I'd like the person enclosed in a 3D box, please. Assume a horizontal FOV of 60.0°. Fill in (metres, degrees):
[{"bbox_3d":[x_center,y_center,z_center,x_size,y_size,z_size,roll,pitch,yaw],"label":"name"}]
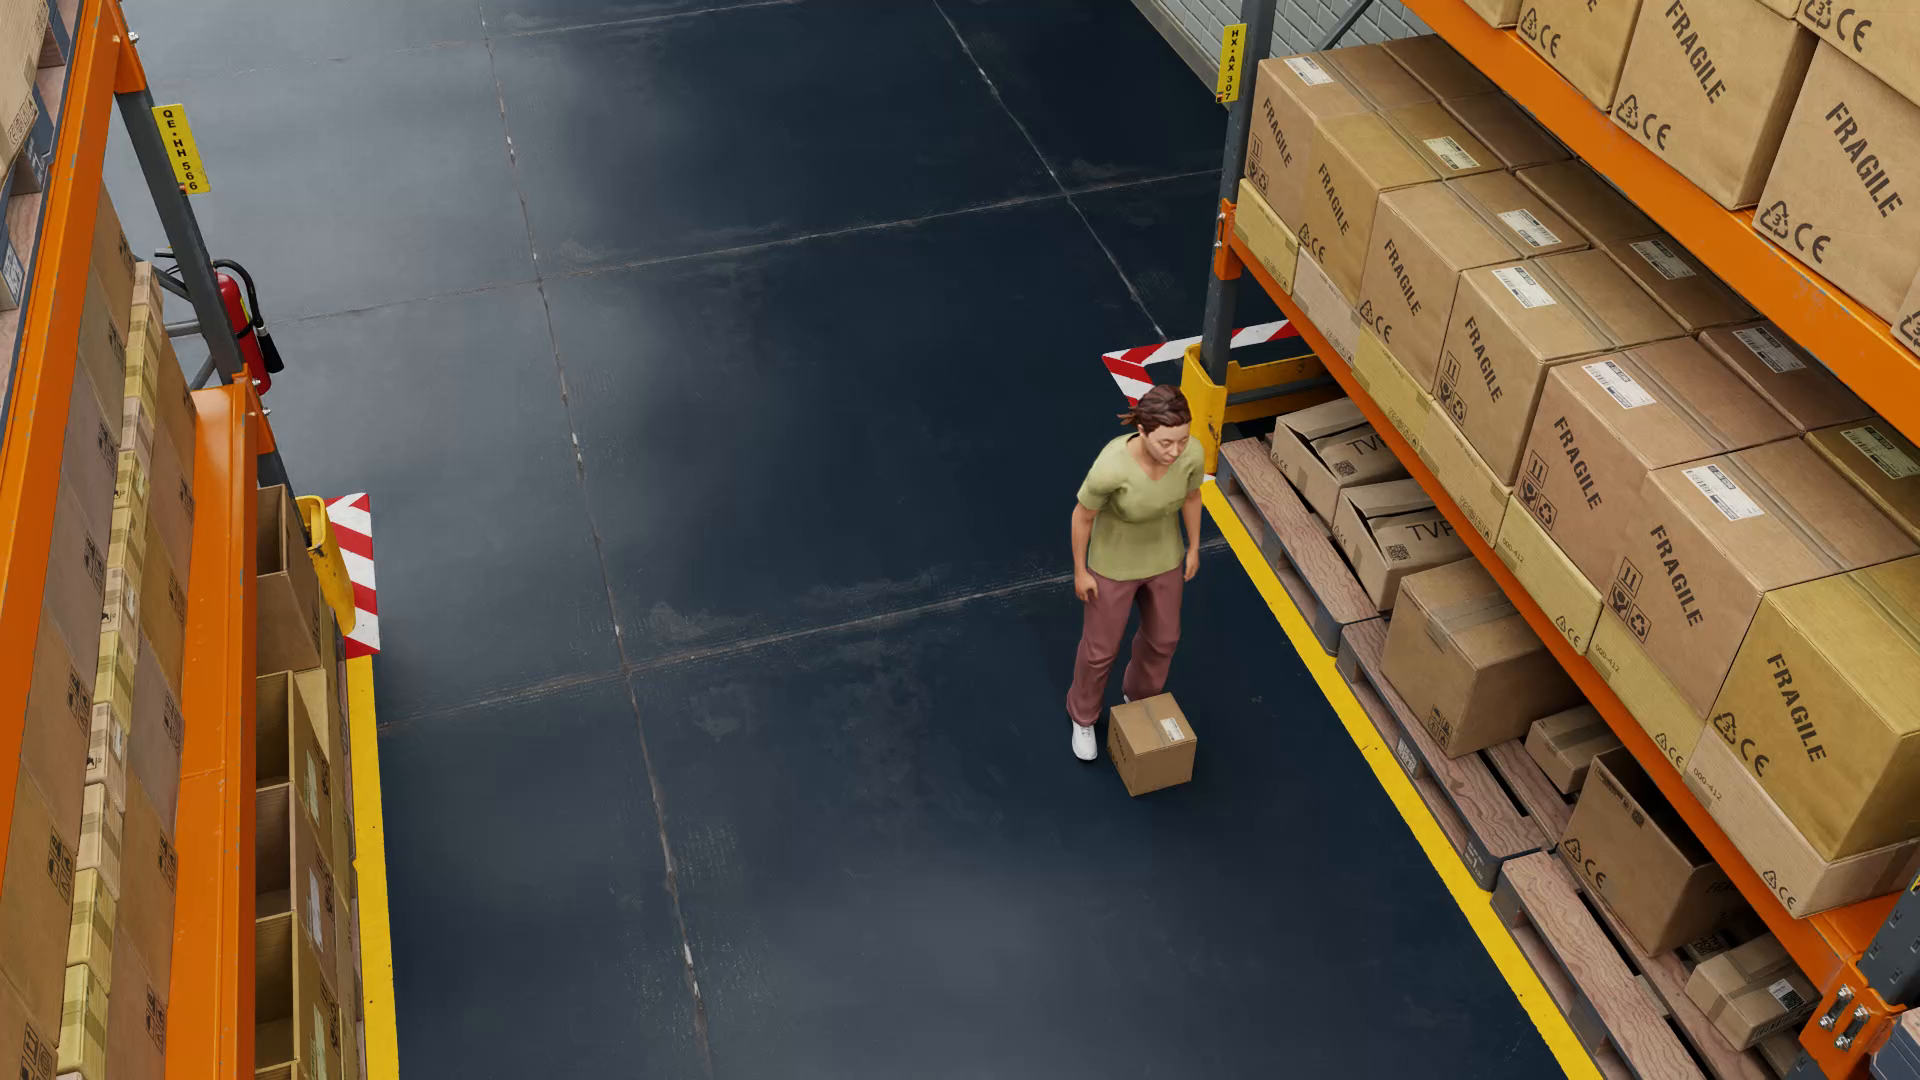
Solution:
[{"bbox_3d":[0.649,0.099,6.053,0.500,1.673,0.353,-12,44,-13],"label":"person"}]
